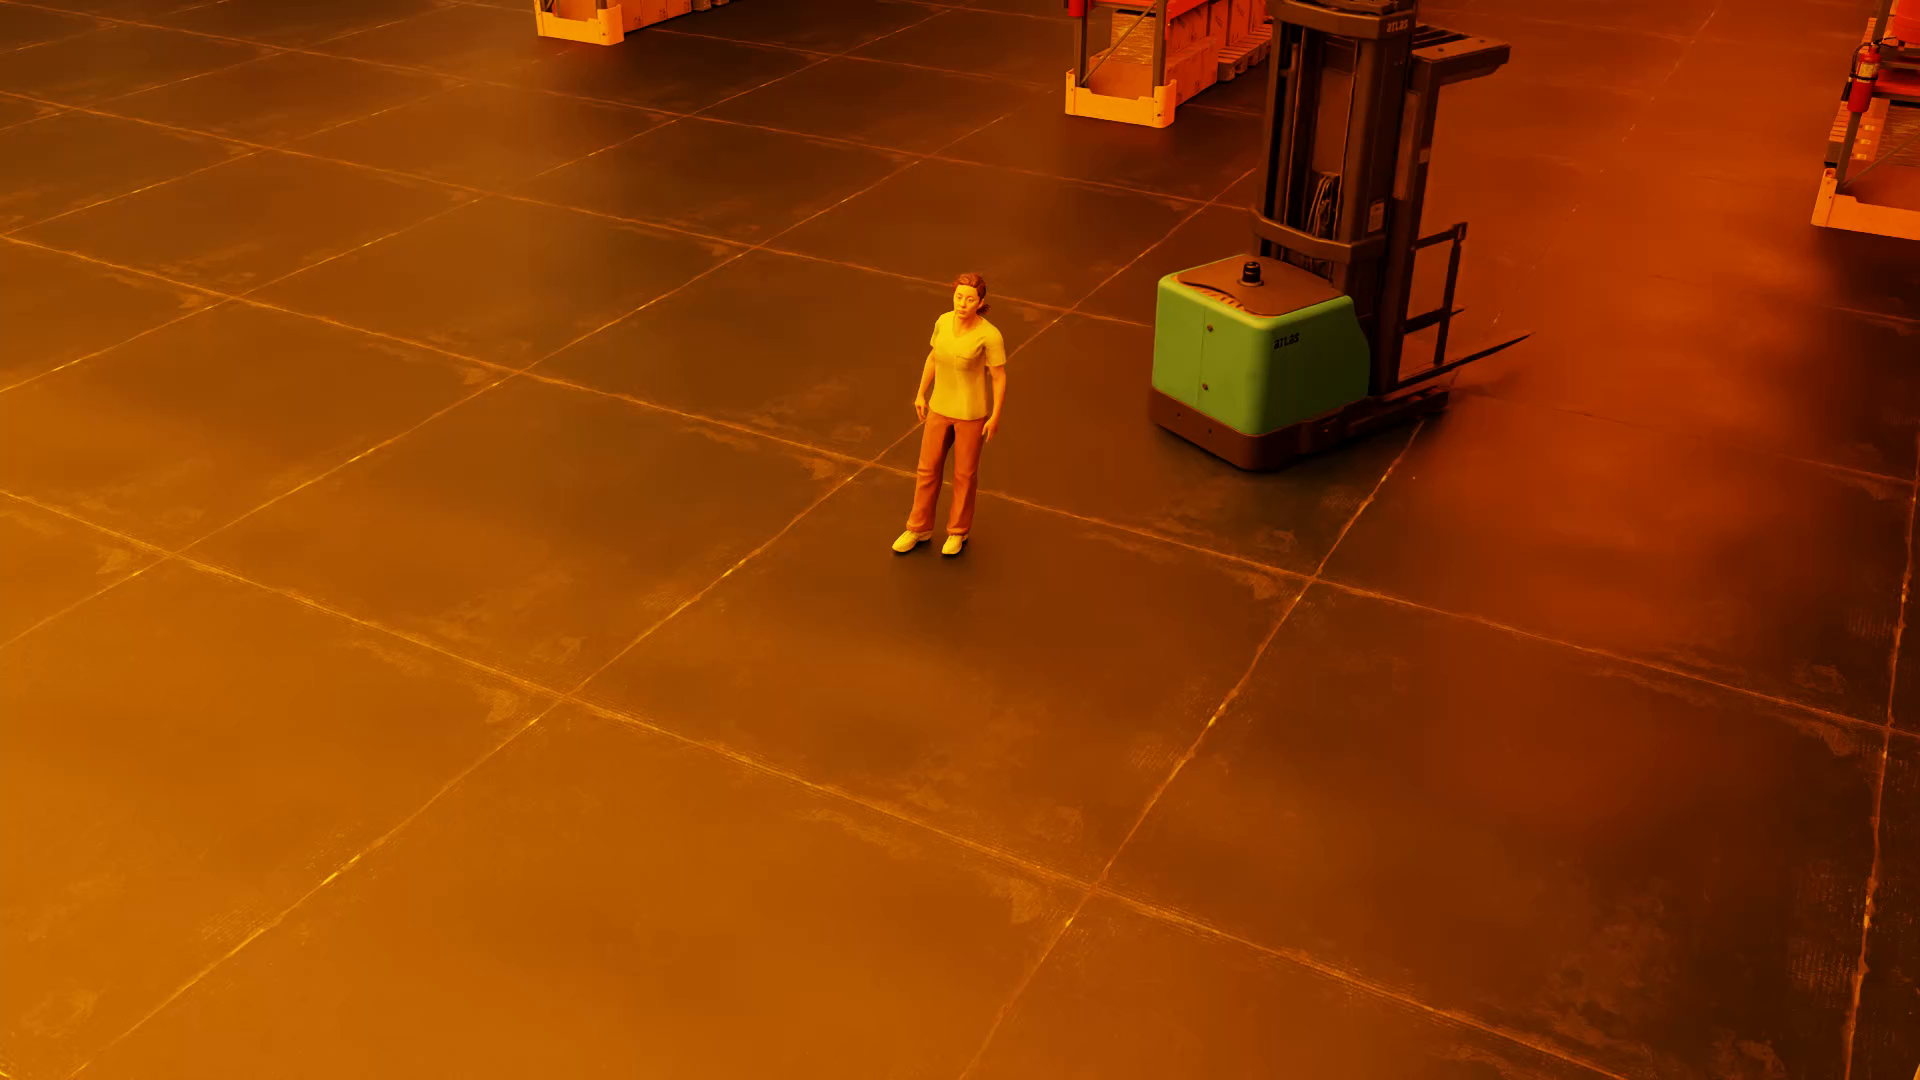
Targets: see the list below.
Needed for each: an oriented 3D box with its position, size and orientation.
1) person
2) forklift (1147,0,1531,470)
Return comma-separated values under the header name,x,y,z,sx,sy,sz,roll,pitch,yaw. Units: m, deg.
name,x,y,z,sx,sy,sz,roll,pitch,yaw
person,-0.045,-0.702,9.529,0.555,1.675,0.549,15,33,25
forklift,2.769,-2.290,11.038,3.031,2.935,1.130,-20,35,-30
